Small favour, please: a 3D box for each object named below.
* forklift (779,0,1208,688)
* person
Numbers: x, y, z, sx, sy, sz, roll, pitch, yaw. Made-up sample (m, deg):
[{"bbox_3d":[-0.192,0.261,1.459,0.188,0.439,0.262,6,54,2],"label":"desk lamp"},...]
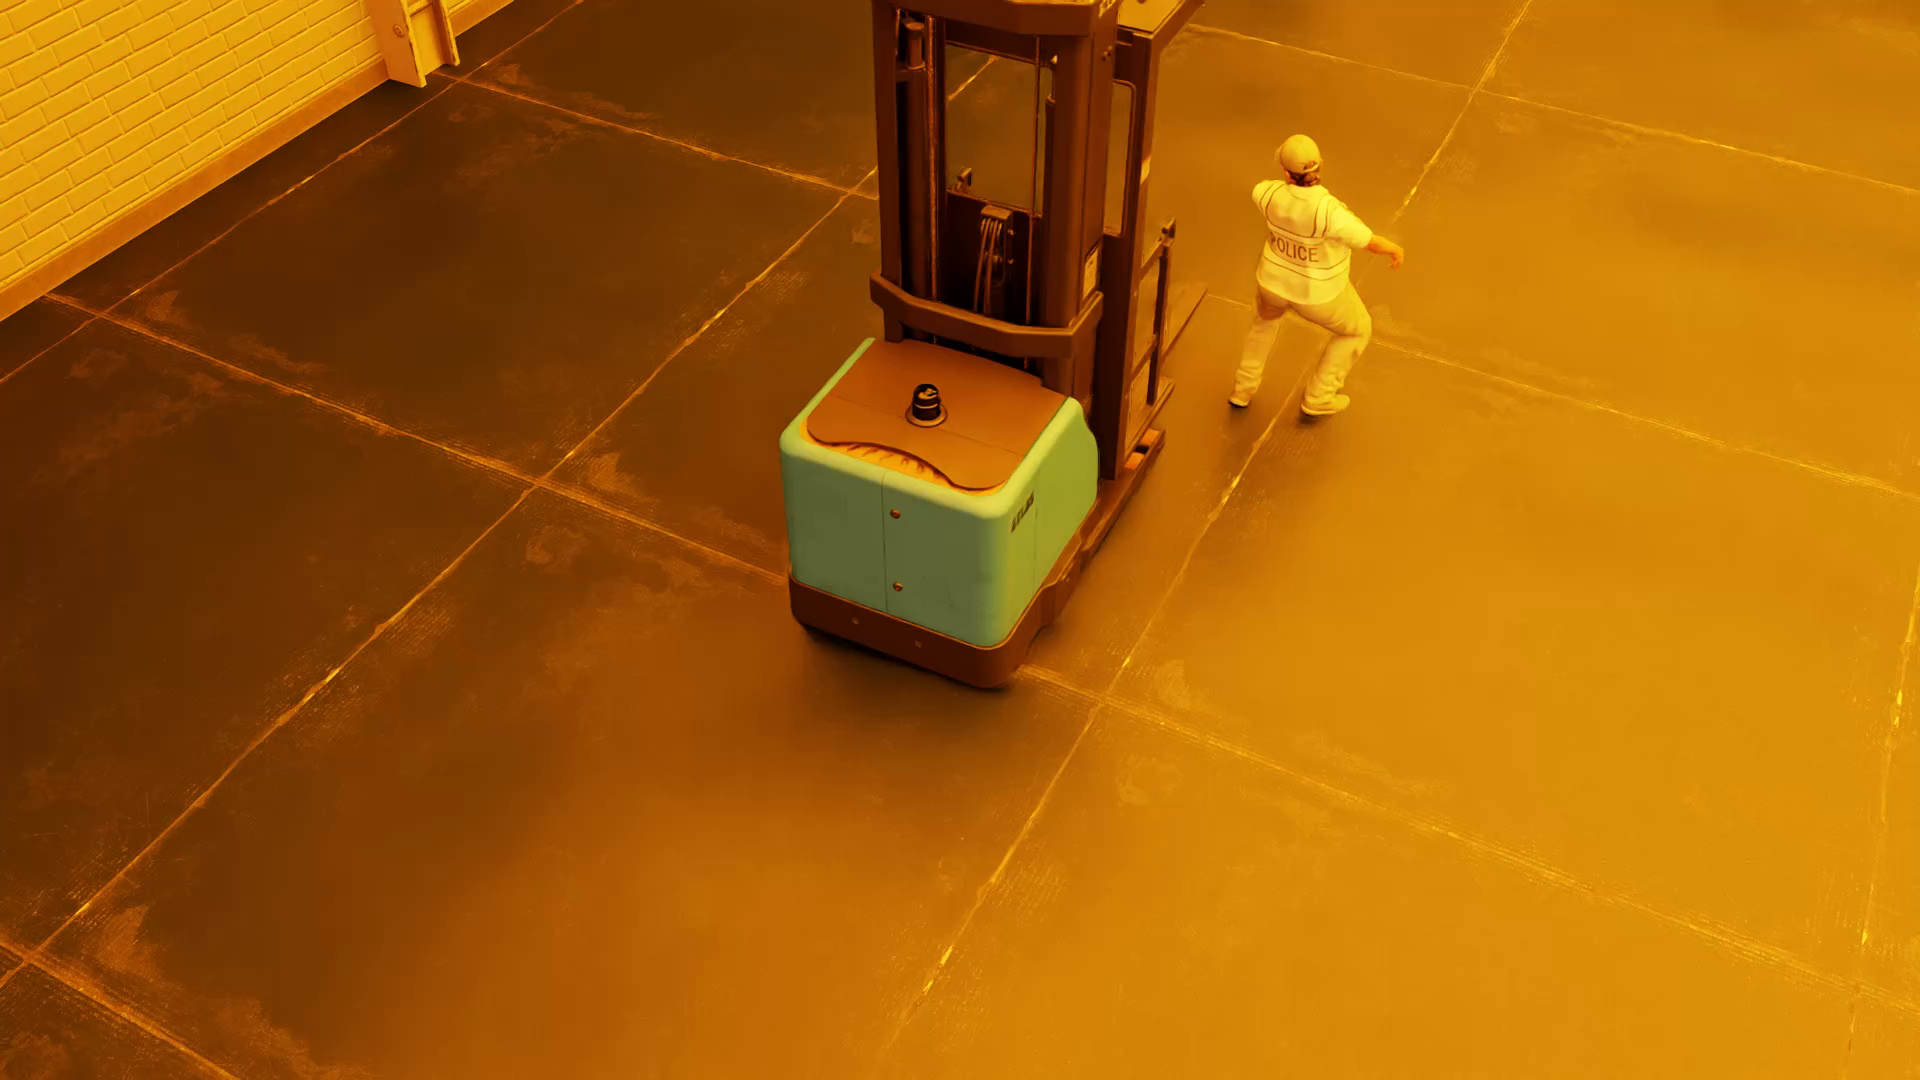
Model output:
[{"bbox_3d":[0.359,-1.455,7.198,1.130,2.935,3.031,19,46,19],"label":"forklift"},{"bbox_3d":[1.744,-1.310,8.123,0.702,1.588,0.675,27,50,26],"label":"person"}]
